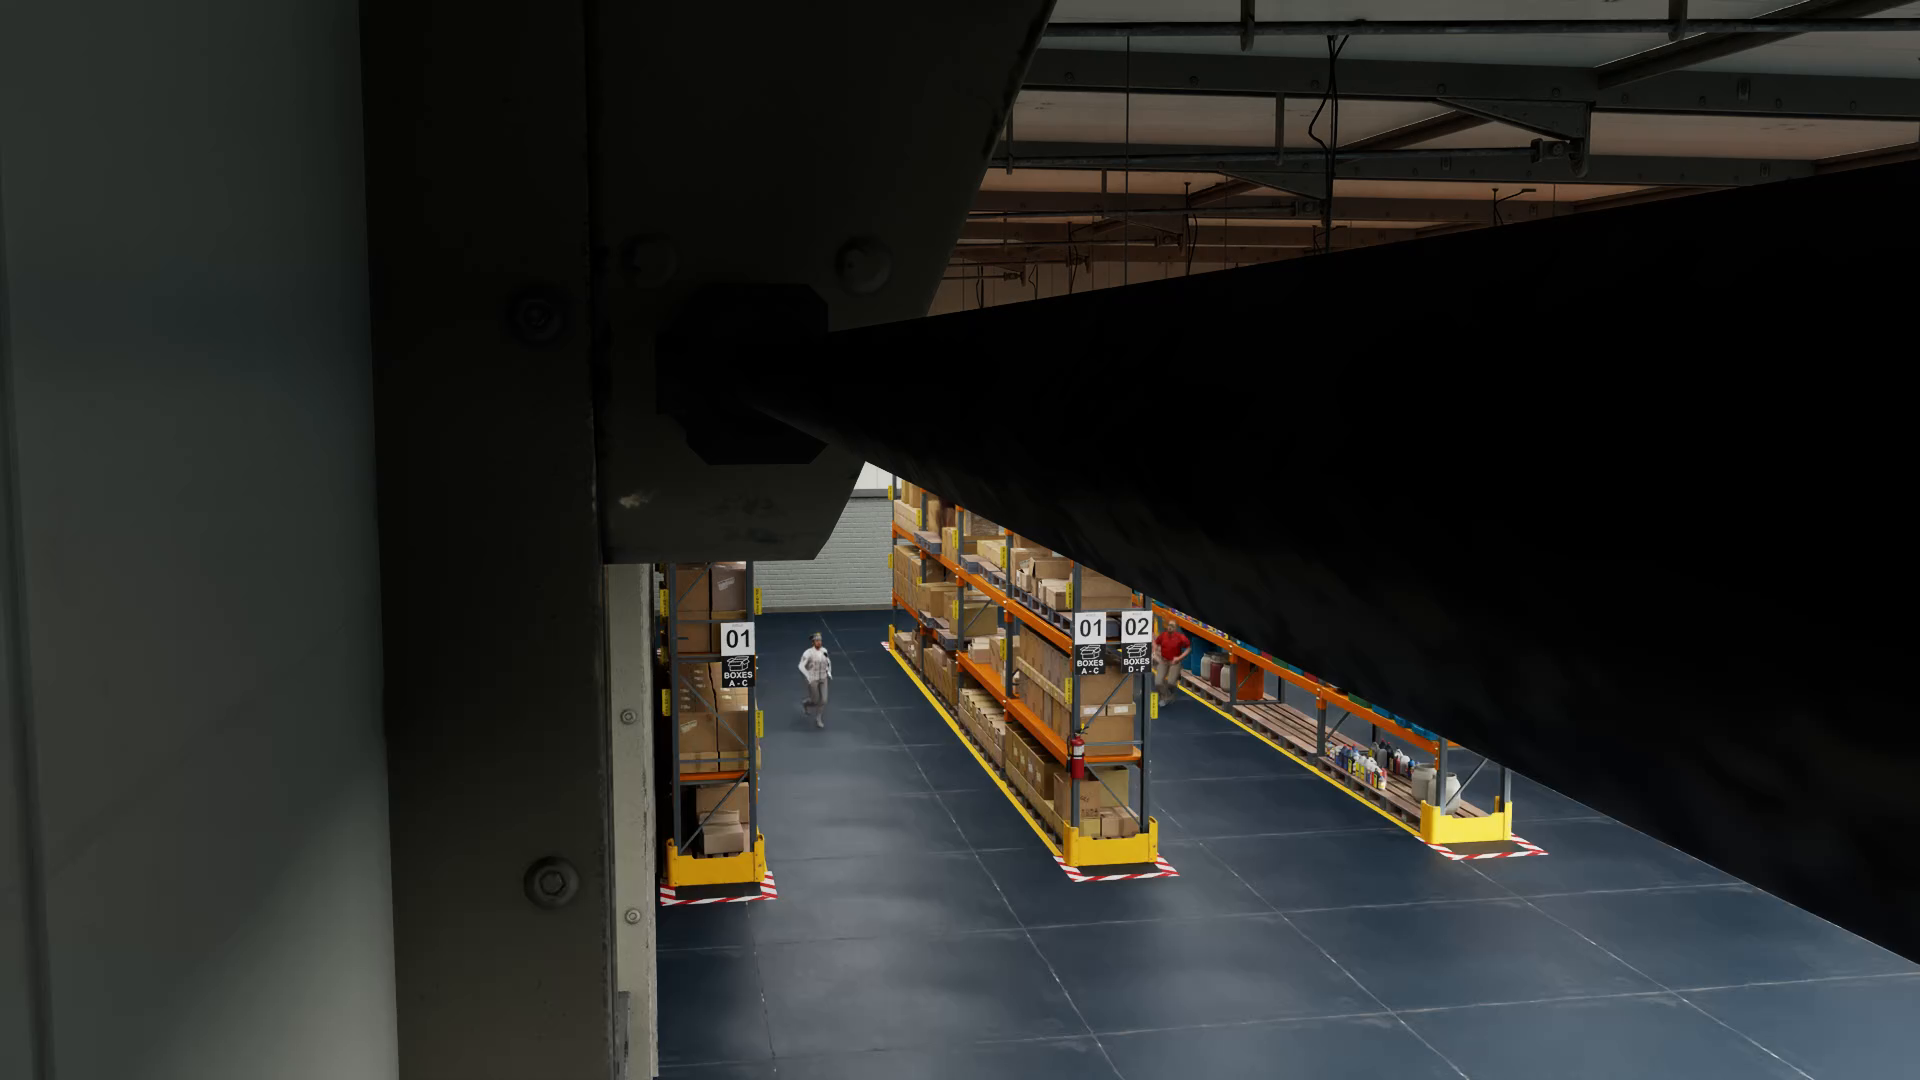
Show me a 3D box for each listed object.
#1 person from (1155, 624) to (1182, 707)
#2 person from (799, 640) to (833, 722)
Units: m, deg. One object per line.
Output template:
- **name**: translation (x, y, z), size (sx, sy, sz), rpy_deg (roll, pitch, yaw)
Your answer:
- **person**: translation (3.812, 2.293, 30.356), size (0.472, 1.568, 0.553), rpy_deg (2, 7, 19)
- **person**: translation (-2.476, 2.401, 28.808), size (0.631, 1.534, 0.499), rpy_deg (-3, 7, -28)
